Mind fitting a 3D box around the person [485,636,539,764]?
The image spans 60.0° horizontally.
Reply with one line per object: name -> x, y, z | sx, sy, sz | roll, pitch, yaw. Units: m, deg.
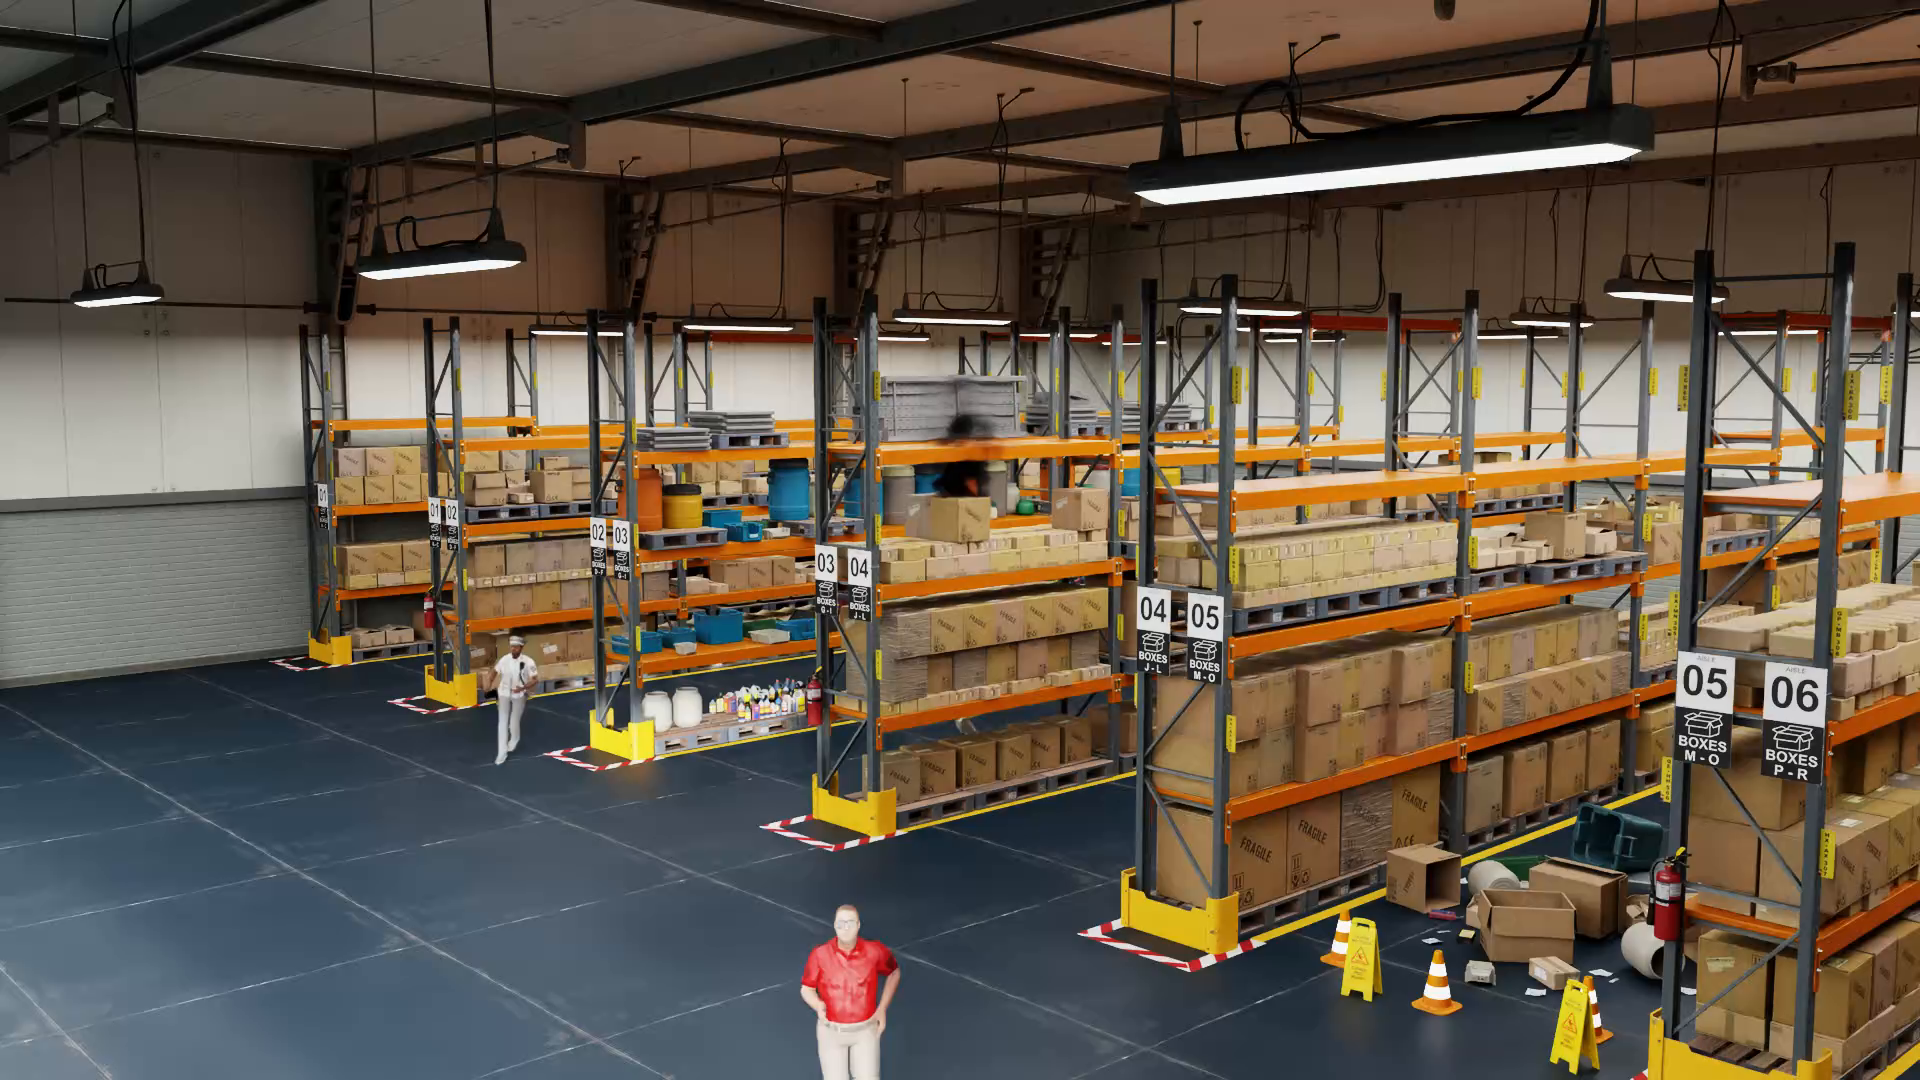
person -> -5.965, 2.103, 22.246 | 0.673, 1.675, 0.725 | 0, 6, -2

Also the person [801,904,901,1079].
person -> -0.717, 3.236, 10.798 | 0.648, 1.708, 0.621 | 0, 6, 0

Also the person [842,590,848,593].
person -> -2.192, 0.947, 33.890 | 0.545, 1.574, 0.857 | 5, 8, 43

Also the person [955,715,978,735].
person -> 0.111, 2.066, 22.101 | 0.668, 1.735, 0.722 | -5, 8, -41
